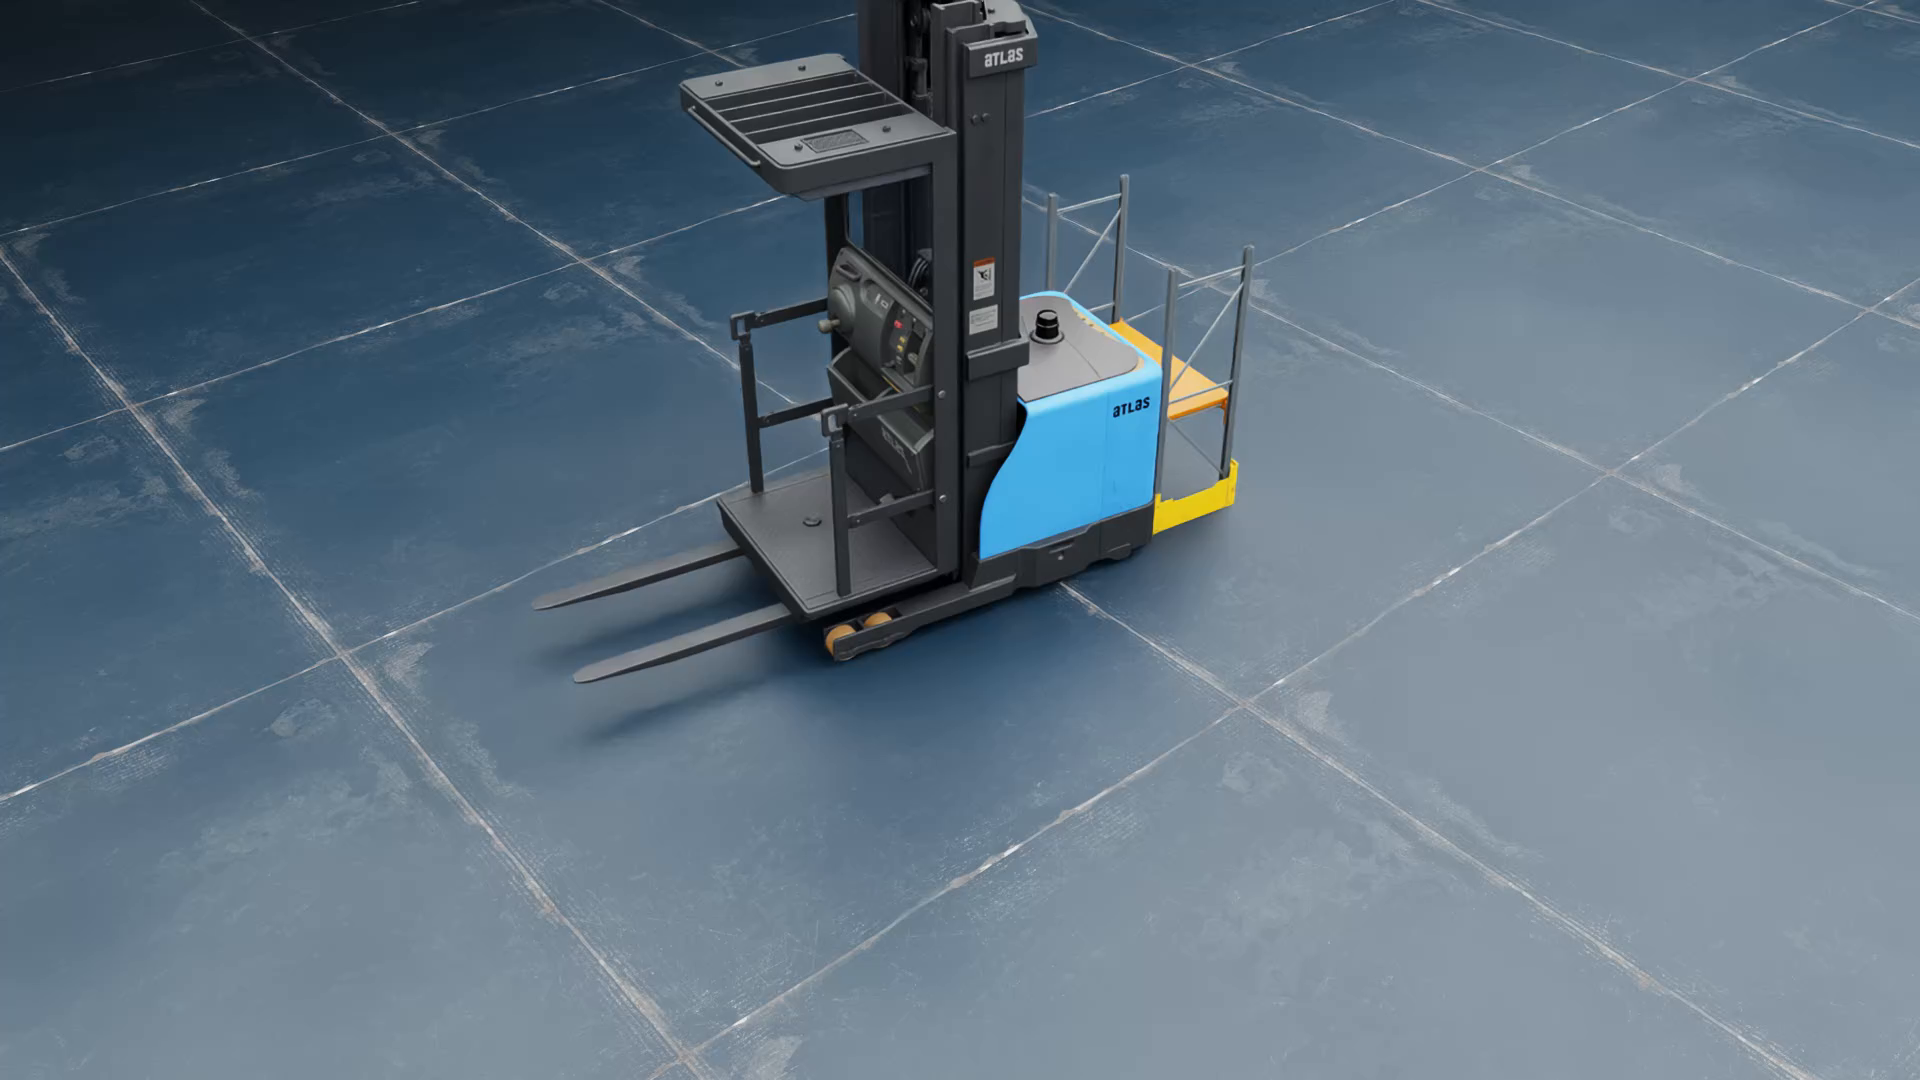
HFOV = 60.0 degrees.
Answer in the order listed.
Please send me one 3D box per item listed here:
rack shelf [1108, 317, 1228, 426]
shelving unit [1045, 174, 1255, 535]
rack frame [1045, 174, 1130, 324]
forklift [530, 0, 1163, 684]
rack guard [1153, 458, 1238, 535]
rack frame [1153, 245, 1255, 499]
[{"bbox_3d":[0.941,-0.842,8.854,0.538,0.185,1.000,-20,40,-25],"label":"rack shelf"},{"bbox_3d":[0.946,-0.984,8.744,0.587,1.500,1.083,-20,40,-25],"label":"shelving unit"},{"bbox_3d":[0.674,-1.239,9.103,0.500,1.500,0.032,-20,40,-25],"label":"rack frame"},{"bbox_3d":[-0.547,-0.977,7.494,3.031,2.935,1.130,-18,39,-24],"label":"forklift"},{"bbox_3d":[1.207,-0.230,8.759,0.587,0.250,0.087,-20,40,-25],"label":"rack guard"},{"bbox_3d":[1.208,-0.739,8.397,0.500,1.500,0.032,-20,40,-25],"label":"rack frame"}]
